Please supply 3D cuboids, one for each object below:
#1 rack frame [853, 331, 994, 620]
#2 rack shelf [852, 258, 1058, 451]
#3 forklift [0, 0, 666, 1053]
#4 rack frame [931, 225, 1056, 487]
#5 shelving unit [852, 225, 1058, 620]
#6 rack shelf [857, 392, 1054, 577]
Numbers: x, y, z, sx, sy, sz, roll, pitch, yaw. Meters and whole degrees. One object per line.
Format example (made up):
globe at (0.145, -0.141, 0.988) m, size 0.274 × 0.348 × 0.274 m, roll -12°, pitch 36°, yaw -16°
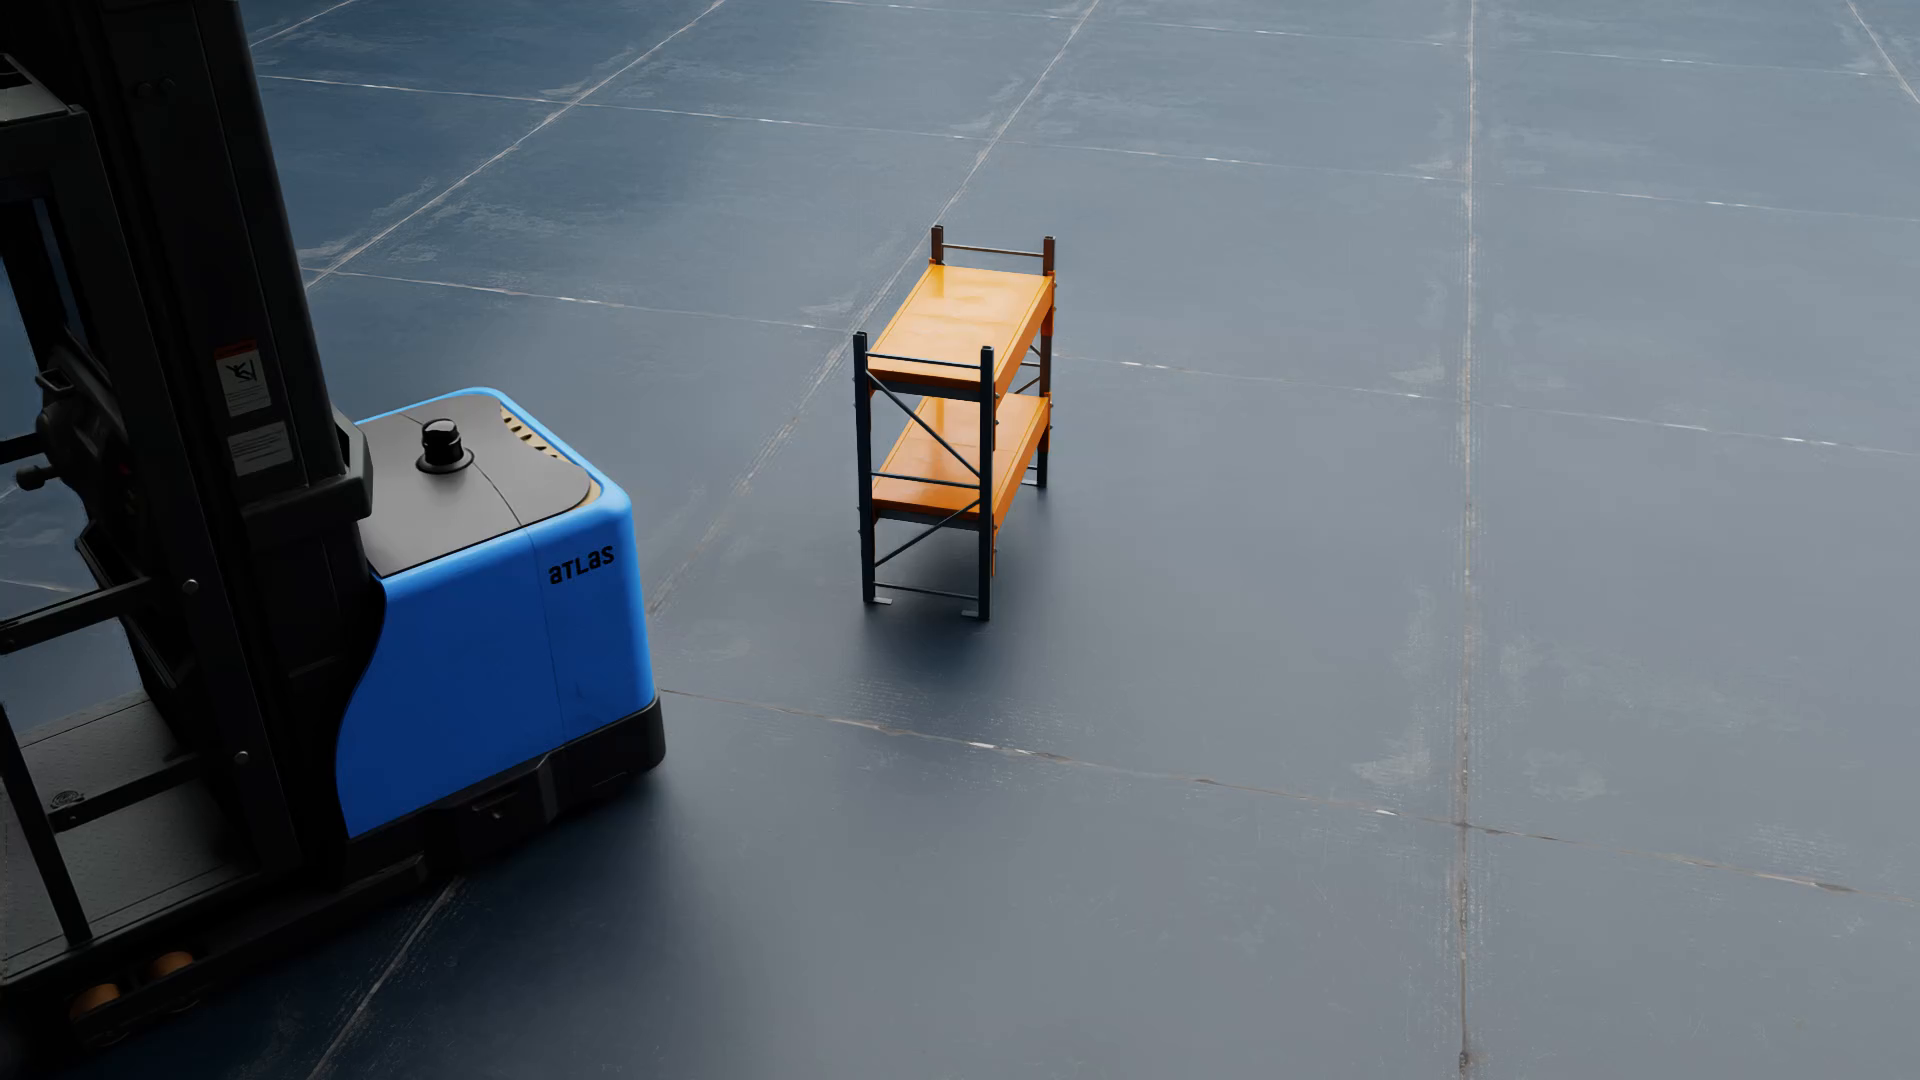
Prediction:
rack frame at (-0.127, -0.214, 6.039) m, size 0.500 × 1.125 × 0.032 m, roll 8°, pitch 33°, yaw 12°
rack shelf at (0.002, -0.725, 6.297) m, size 0.538 × 0.278 × 1.000 m, roll 8°, pitch 33°, yaw 12°
forklift at (-2.439, -0.170, 4.285) m, size 3.031 × 2.935 × 1.130 m, roll -23°, pitch 39°, yaw -32°
rack frame at (0.131, -0.742, 6.869) m, size 0.500 × 1.125 × 0.032 m, roll 8°, pitch 33°, yaw 12°
shelving unit at (0.002, -0.478, 6.454) m, size 0.538 × 1.125 × 1.048 m, roll 8°, pitch 33°, yaw 12°
rack shelf at (0.002, -0.272, 6.585) m, size 0.538 × 0.278 × 1.000 m, roll 8°, pitch 33°, yaw 12°
